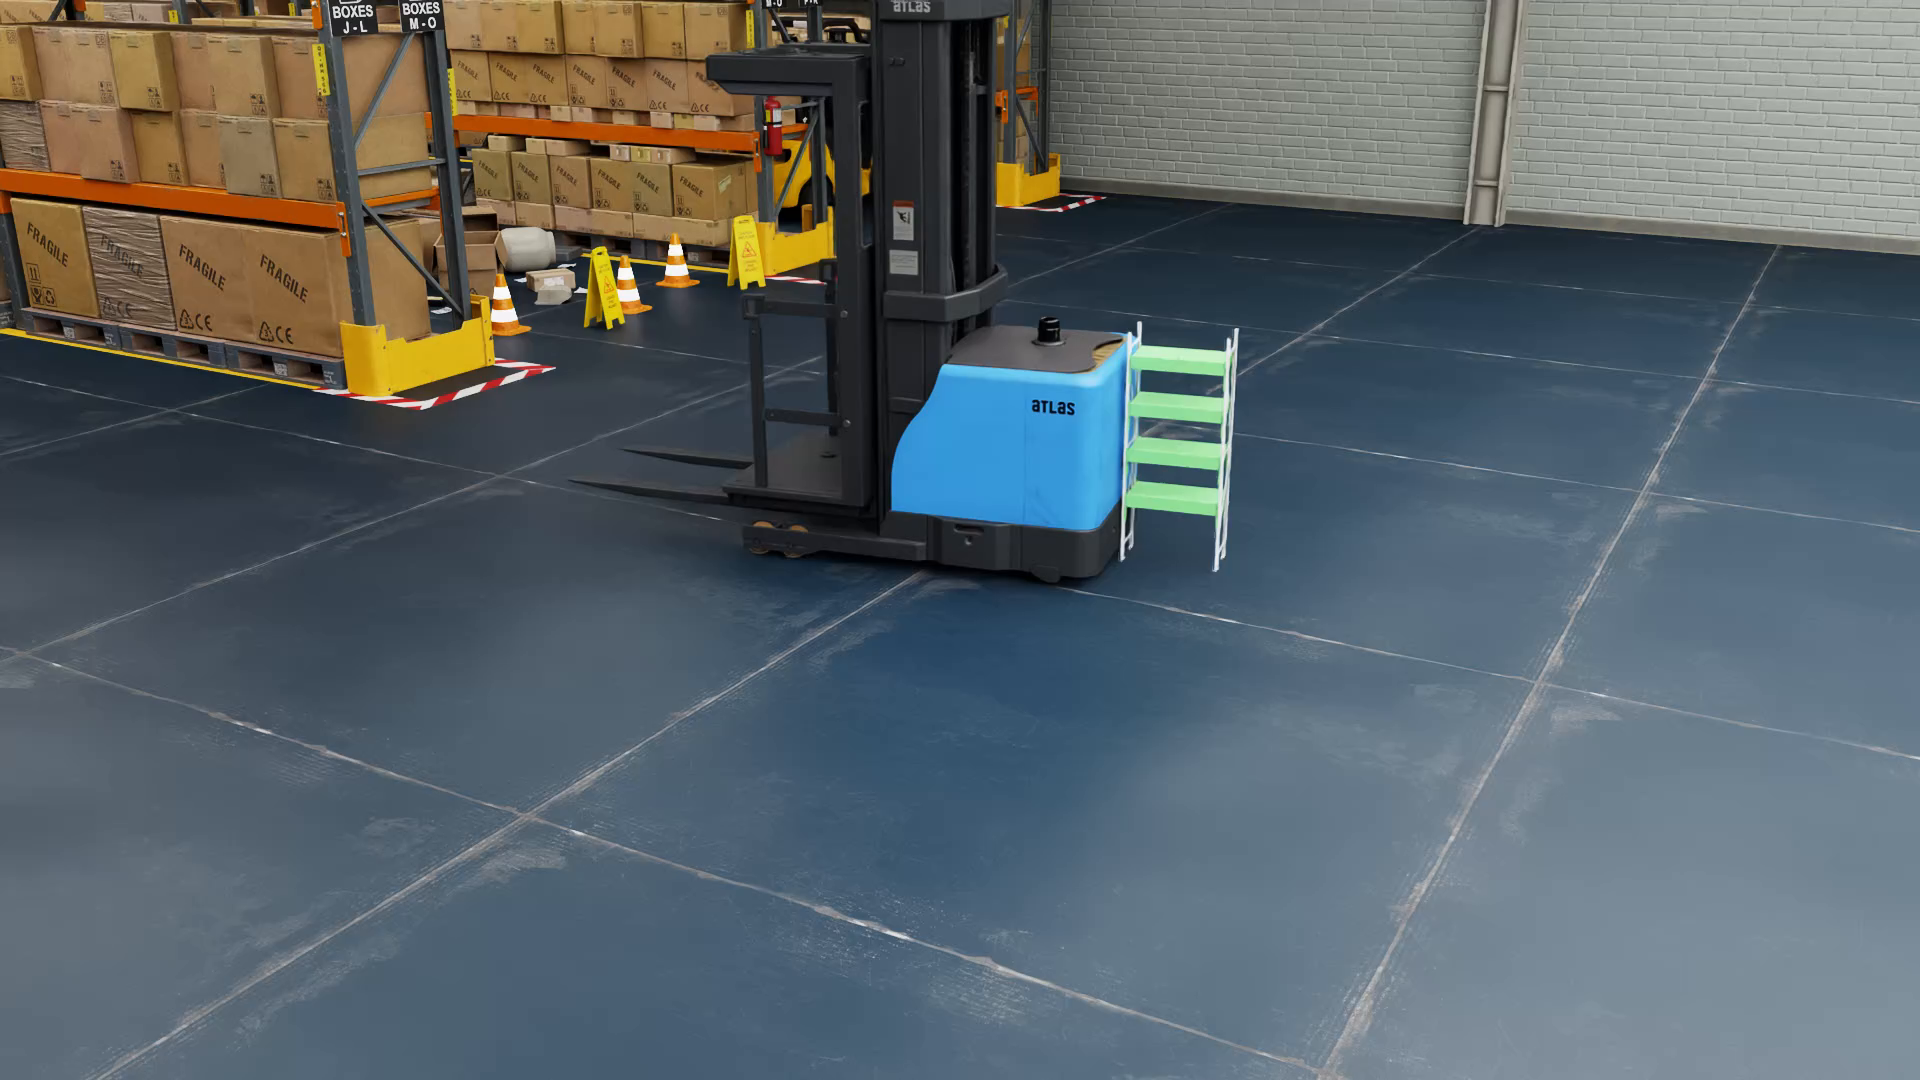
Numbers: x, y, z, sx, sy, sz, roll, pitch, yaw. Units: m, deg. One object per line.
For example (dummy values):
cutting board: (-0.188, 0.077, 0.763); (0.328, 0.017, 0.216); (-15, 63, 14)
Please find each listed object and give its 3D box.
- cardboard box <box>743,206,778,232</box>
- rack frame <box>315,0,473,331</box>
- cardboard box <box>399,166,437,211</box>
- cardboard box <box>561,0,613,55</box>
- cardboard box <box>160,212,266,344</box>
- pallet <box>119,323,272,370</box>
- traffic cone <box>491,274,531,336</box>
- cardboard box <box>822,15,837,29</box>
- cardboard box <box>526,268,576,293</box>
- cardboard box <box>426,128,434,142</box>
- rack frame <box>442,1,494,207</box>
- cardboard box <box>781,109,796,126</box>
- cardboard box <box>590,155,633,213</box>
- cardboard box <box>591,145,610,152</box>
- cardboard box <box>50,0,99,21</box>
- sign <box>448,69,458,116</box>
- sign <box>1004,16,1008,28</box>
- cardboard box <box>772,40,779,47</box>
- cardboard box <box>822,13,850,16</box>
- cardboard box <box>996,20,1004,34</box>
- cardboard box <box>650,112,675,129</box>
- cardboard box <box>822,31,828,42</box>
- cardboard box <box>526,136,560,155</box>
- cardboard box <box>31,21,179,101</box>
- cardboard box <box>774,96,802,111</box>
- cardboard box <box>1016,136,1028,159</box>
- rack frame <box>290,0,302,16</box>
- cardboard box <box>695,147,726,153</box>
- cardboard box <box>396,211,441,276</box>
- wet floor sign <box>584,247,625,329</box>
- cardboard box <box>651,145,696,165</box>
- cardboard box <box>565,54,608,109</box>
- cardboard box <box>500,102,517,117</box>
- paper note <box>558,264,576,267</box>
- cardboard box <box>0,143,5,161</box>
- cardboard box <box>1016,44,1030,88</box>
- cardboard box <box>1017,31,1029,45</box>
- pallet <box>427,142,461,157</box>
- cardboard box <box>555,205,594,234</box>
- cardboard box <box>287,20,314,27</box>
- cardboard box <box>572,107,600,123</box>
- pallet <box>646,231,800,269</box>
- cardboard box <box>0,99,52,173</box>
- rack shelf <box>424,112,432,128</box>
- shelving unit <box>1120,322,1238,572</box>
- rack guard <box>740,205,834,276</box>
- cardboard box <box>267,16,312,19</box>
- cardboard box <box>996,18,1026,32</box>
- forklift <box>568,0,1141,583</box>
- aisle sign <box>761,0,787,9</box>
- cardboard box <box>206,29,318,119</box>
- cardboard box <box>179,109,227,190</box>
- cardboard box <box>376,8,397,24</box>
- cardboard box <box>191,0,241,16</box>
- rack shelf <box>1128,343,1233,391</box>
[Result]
cardboard box: (-2.179, -3.217, 16.752); (0.500, 0.250, 0.500); (11, 22, 27)
rack frame: (-3.935, -2.605, 11.649); (0.127, 3.000, 1.000); (11, 23, 27)
cardboard box: (-6.190, -3.928, 18.533); (0.625, 0.372, 0.950); (12, 23, 31)
cardboard box: (-3.463, -5.038, 16.305); (0.500, 0.500, 0.700); (11, 22, 27)
cardboard box: (-5.329, -2.043, 12.598); (0.875, 0.875, 0.875); (10, 22, 26)
pallet: (-5.733, -1.607, 12.987); (1.213, 0.211, 1.003); (11, 23, 27)
traffic cone: (-3.706, -1.924, 13.490); (0.334, 0.463, 0.336); (11, 23, 27)
cardboard box: (-1.637, -6.425, 20.644); (0.250, 0.149, 0.380); (10, 22, 26)
cardboard box: (-3.738, -2.372, 15.186); (0.380, 0.149, 0.250); (-11, 23, -29)
cardboard box: (-7.540, -6.106, 24.348); (0.500, 0.500, 0.500); (12, 23, 30)
rack frame: (-5.102, -4.761, 17.591); (0.127, 3.000, 1.000); (11, 23, 27)
cardboard box: (-1.805, -4.096, 16.126); (0.250, 0.149, 0.380); (11, 23, 28)
cardboard box: (-3.331, -3.581, 16.654); (0.500, 0.500, 0.500); (10, 22, 26)
cardboard box: (-3.563, -3.831, 17.345); (0.500, 0.500, 0.500); (12, 23, 30)
cardboard box: (-10.493, -6.205, 19.960); (0.500, 0.500, 0.500); (10, 22, 26)
sign: (-3.659, -3.214, 11.940); (0.005, 0.325, 0.100); (11, 23, 27)
sign: (0.531, -6.071, 19.156); (0.005, 0.325, 0.100); (11, 23, 27)
cardboard box: (-2.424, -6.135, 21.232); (0.500, 0.500, 0.500); (10, 22, 26)
cardboard box: (-1.573, -6.651, 21.267); (0.250, 0.149, 0.380); (10, 22, 26)
cardboard box: (0.392, -6.063, 19.646); (0.250, 0.149, 0.380); (11, 23, 27)
cardboard box: (-2.768, -4.068, 16.050); (0.250, 0.149, 0.380); (11, 23, 28)
cardboard box: (-1.659, -6.275, 20.668); (0.250, 0.149, 0.380); (11, 22, 27)
cardboard box: (-4.189, -4.021, 16.917); (0.250, 0.149, 0.380); (12, 23, 29)
cardboard box: (-6.585, -3.720, 12.919); (0.550, 0.550, 0.875); (11, 23, 27)
cardboard box: (-1.888, -4.444, 16.135); (0.500, 0.500, 0.500); (10, 22, 26)
cardboard box: (0.499, -4.854, 20.531); (0.500, 0.250, 0.500); (11, 23, 28)
rack frame: (-9.668, -7.570, 25.334); (0.127, 3.000, 1.000); (11, 23, 27)
cardboard box: (-3.145, -5.404, 22.230); (0.625, 0.625, 0.875); (12, 23, 30)
cardboard box: (-5.198, -2.678, 15.310); (0.503, 0.637, 0.797); (11, 23, 27)
wet floor sign: (-2.944, -2.083, 13.662); (0.232, 0.644, 0.267); (7, 21, 18)
cardboard box: (-2.789, -3.755, 16.183); (0.250, 0.149, 0.380); (12, 23, 29)
cardboard box: (-3.521, -4.550, 16.426); (0.500, 0.500, 0.500); (11, 23, 28)
cardboard box: (-4.490, -4.433, 17.057); (0.250, 0.149, 0.380); (11, 23, 27)
paper note: (-3.831, -2.680, 16.209); (0.148, 0.019, 0.142); (3, 20, 9)
cardboard box: (-8.013, -3.325, 13.485); (0.500, 0.500, 0.500); (11, 22, 27)
cardboard box: (0.511, -5.786, 20.271); (0.500, 0.500, 0.500); (12, 23, 29)
cardboard box: (0.638, -6.060, 20.074); (0.250, 0.149, 0.380); (10, 22, 26)
pallet: (-7.871, -5.932, 24.910); (1.213, 0.211, 1.003); (11, 23, 27)
cardboard box: (-3.782, -3.315, 17.020); (0.500, 0.250, 0.500); (10, 22, 27)
cardboard box: (-6.956, -5.410, 18.183); (0.500, 0.500, 0.500); (10, 22, 25)
cardboard box: (-3.637, -4.246, 16.540); (0.250, 0.149, 0.380); (11, 23, 27)
pallet: (-2.368, -2.943, 16.669); (1.213, 0.211, 1.003); (11, 23, 27)
cardboard box: (-7.099, -3.283, 13.298); (0.550, 0.550, 0.875); (11, 23, 27)
rack shelf: (-6.848, -4.755, 18.631); (4.000, 0.370, 1.077); (11, 23, 27)
shelving unit: (1.101, -0.469, 8.398); (0.503, 1.200, 0.258); (6, 21, 17)
rack guard: (-1.676, -2.933, 16.219); (0.348, 0.500, 1.175); (11, 23, 27)
cardboard box: (-7.605, -5.735, 19.078); (0.500, 0.500, 0.500); (10, 22, 26)
cardboard box: (0.619, -6.185, 19.984); (0.250, 0.149, 0.380); (10, 22, 26)
forklift: (-0.615, -1.447, 8.556); (3.031, 2.935, 1.130); (6, 21, 17)
aisle sign: (-1.697, -5.221, 15.048); (0.004, 0.787, 0.394); (11, 23, 27)
cardboard box: (-4.766, -3.321, 11.817); (0.550, 0.550, 0.875); (11, 23, 27)
cardboard box: (-5.200, -2.940, 12.350); (0.550, 0.550, 0.875); (11, 23, 27)
cardboard box: (-6.223, -5.570, 17.673); (0.250, 0.149, 0.380); (10, 22, 26)
cardboard box: (-11.586, -8.252, 25.899); (0.500, 0.500, 0.500); (11, 23, 29)
rack shelf: (1.101, -0.860, 8.257); (0.480, 0.148, 0.258); (6, 21, 17)
